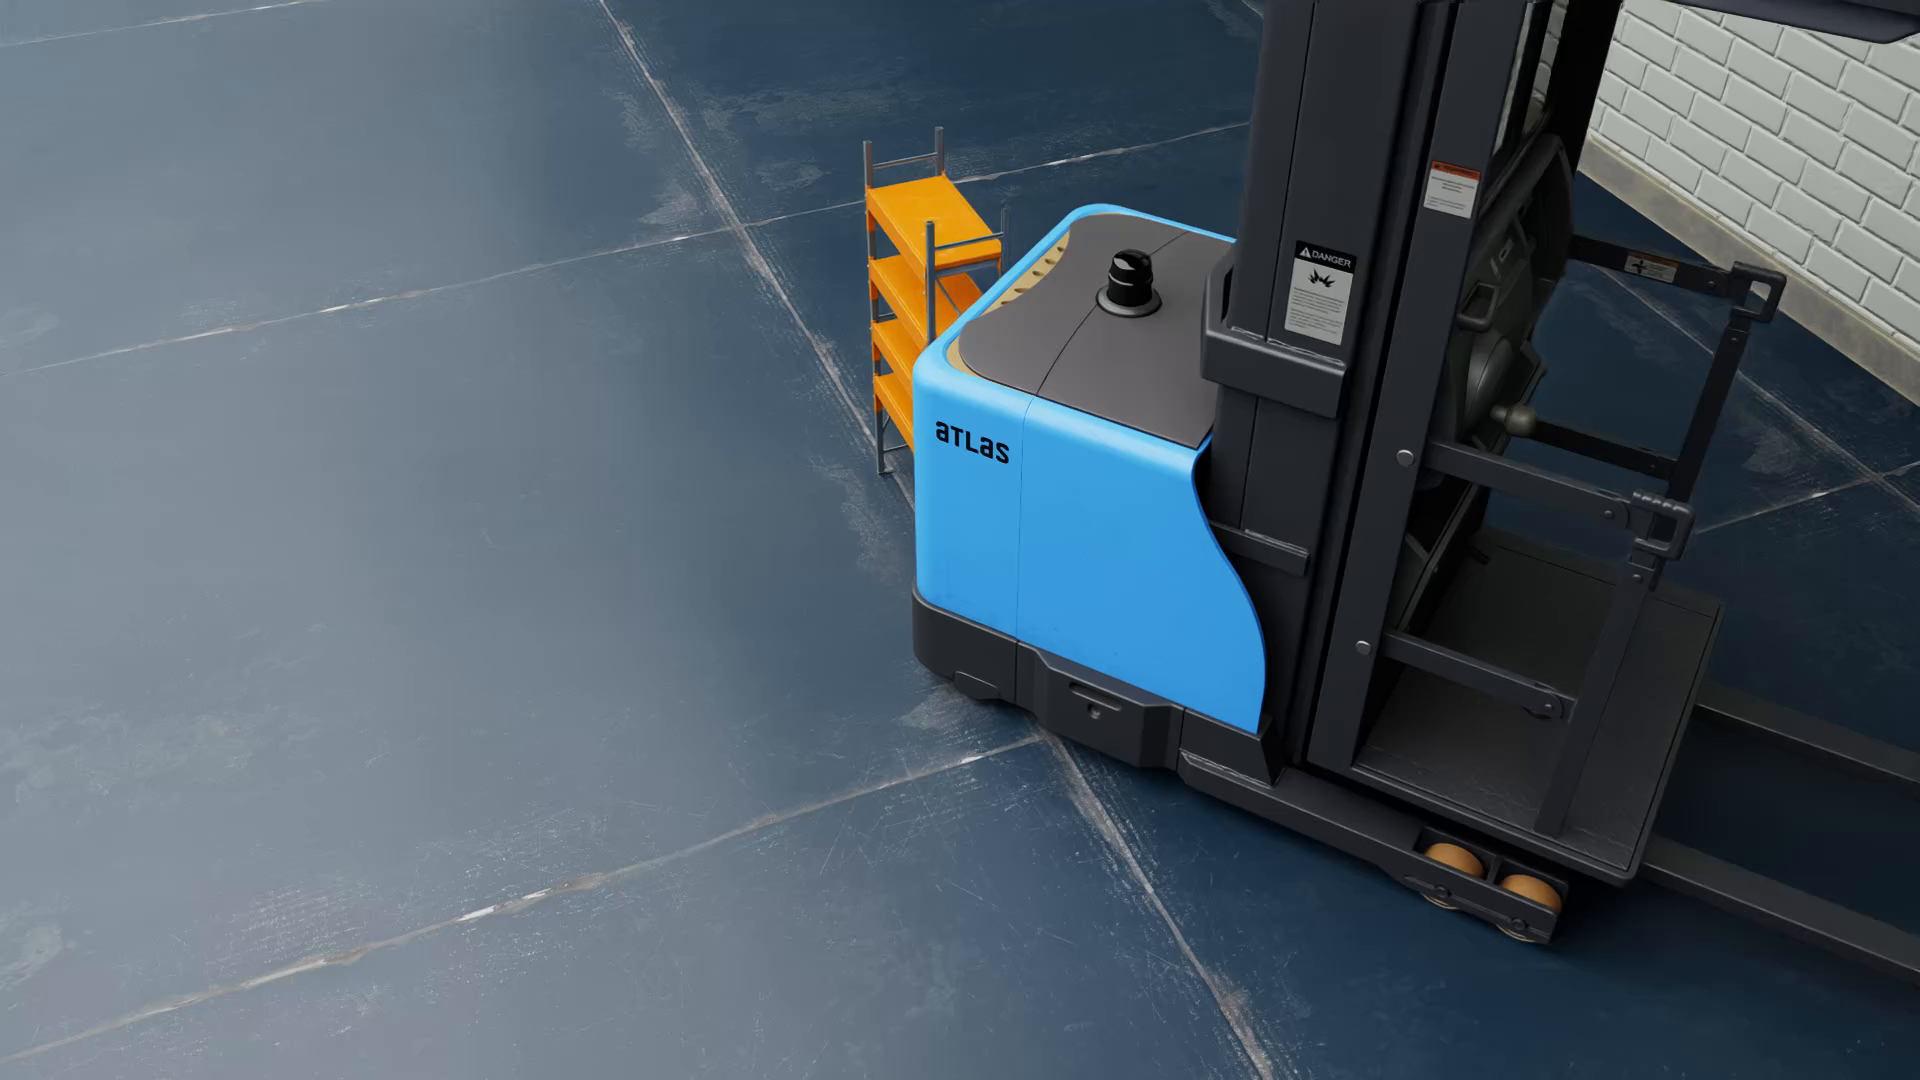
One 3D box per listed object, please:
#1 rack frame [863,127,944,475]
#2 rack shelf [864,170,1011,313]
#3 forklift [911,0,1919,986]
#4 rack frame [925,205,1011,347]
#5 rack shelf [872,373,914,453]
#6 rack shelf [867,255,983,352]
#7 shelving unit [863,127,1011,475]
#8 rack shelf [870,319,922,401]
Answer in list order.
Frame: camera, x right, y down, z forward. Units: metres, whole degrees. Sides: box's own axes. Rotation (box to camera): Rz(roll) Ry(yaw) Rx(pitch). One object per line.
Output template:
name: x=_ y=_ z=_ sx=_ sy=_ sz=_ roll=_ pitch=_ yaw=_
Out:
rack frame: x=-0.161 y=-0.704 z=5.149 sx=0.240 sy=1.200 sz=0.015 roll=-15 pitch=43 yaw=-17
rack shelf: x=-0.069 y=-0.855 z=4.721 sx=0.258 sy=0.148 sz=0.480 roll=-15 pitch=43 yaw=-17
forklift: x=1.398 y=-0.522 z=3.609 sx=3.031 sy=2.935 sz=1.130 roll=21 pitch=45 yaw=22
rack frame: x=0.023 y=-0.409 z=4.806 sx=0.240 sy=1.200 sz=0.015 roll=-15 pitch=43 yaw=-17
rack shelf: x=-0.069 y=-0.355 z=5.151 sx=0.258 sy=0.148 sz=0.480 roll=-15 pitch=43 yaw=-17
rack shelf: x=-0.069 y=-0.675 z=4.875 sx=0.258 sy=0.148 sz=0.480 roll=-15 pitch=43 yaw=-17
shelving unit: x=-0.069 y=-0.557 z=4.977 sx=0.258 sy=1.200 sz=0.503 roll=-15 pitch=43 yaw=-17
rack shelf: x=-0.069 y=-0.506 z=5.021 sx=0.258 sy=0.148 sz=0.480 roll=-15 pitch=43 yaw=-17
